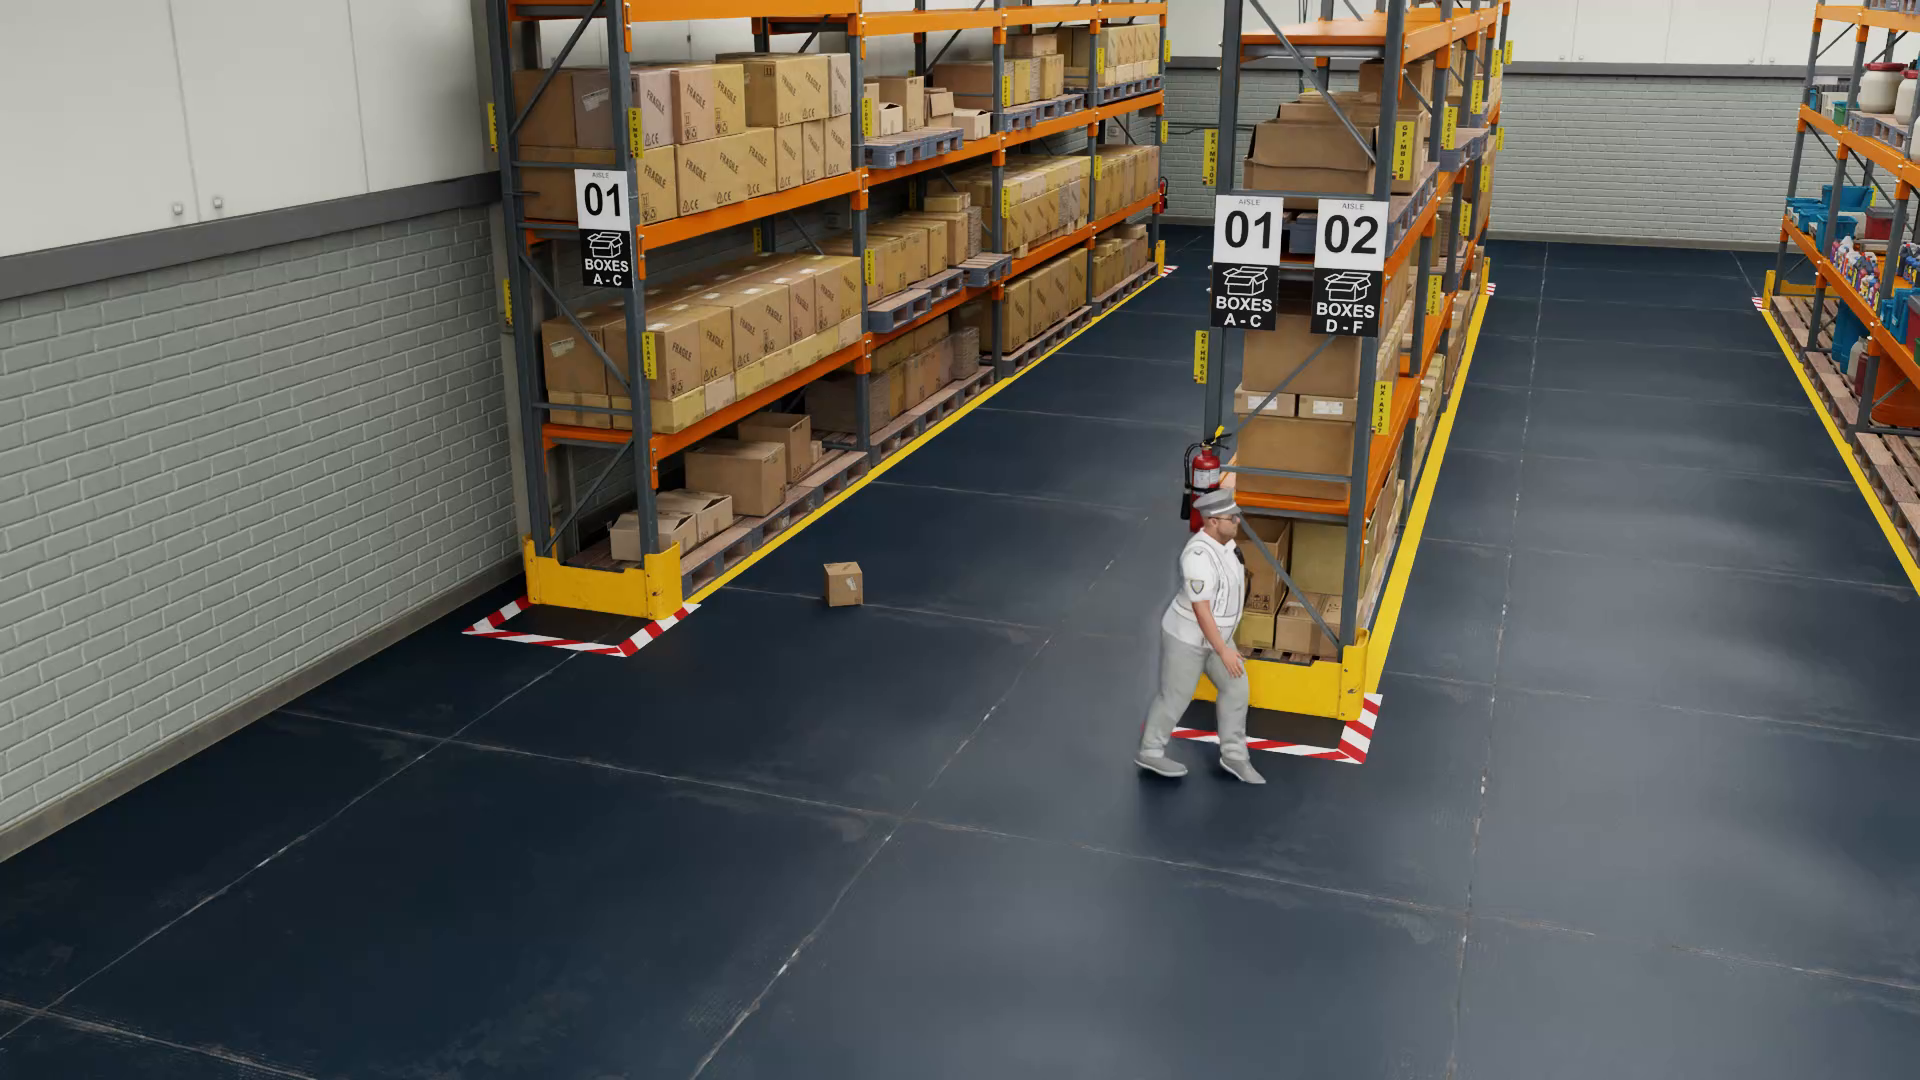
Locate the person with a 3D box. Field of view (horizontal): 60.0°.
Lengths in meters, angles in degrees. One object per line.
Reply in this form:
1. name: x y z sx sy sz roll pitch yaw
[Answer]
1. person: 1.412 0.565 9.435 0.740 1.811 0.574 11 22 30
